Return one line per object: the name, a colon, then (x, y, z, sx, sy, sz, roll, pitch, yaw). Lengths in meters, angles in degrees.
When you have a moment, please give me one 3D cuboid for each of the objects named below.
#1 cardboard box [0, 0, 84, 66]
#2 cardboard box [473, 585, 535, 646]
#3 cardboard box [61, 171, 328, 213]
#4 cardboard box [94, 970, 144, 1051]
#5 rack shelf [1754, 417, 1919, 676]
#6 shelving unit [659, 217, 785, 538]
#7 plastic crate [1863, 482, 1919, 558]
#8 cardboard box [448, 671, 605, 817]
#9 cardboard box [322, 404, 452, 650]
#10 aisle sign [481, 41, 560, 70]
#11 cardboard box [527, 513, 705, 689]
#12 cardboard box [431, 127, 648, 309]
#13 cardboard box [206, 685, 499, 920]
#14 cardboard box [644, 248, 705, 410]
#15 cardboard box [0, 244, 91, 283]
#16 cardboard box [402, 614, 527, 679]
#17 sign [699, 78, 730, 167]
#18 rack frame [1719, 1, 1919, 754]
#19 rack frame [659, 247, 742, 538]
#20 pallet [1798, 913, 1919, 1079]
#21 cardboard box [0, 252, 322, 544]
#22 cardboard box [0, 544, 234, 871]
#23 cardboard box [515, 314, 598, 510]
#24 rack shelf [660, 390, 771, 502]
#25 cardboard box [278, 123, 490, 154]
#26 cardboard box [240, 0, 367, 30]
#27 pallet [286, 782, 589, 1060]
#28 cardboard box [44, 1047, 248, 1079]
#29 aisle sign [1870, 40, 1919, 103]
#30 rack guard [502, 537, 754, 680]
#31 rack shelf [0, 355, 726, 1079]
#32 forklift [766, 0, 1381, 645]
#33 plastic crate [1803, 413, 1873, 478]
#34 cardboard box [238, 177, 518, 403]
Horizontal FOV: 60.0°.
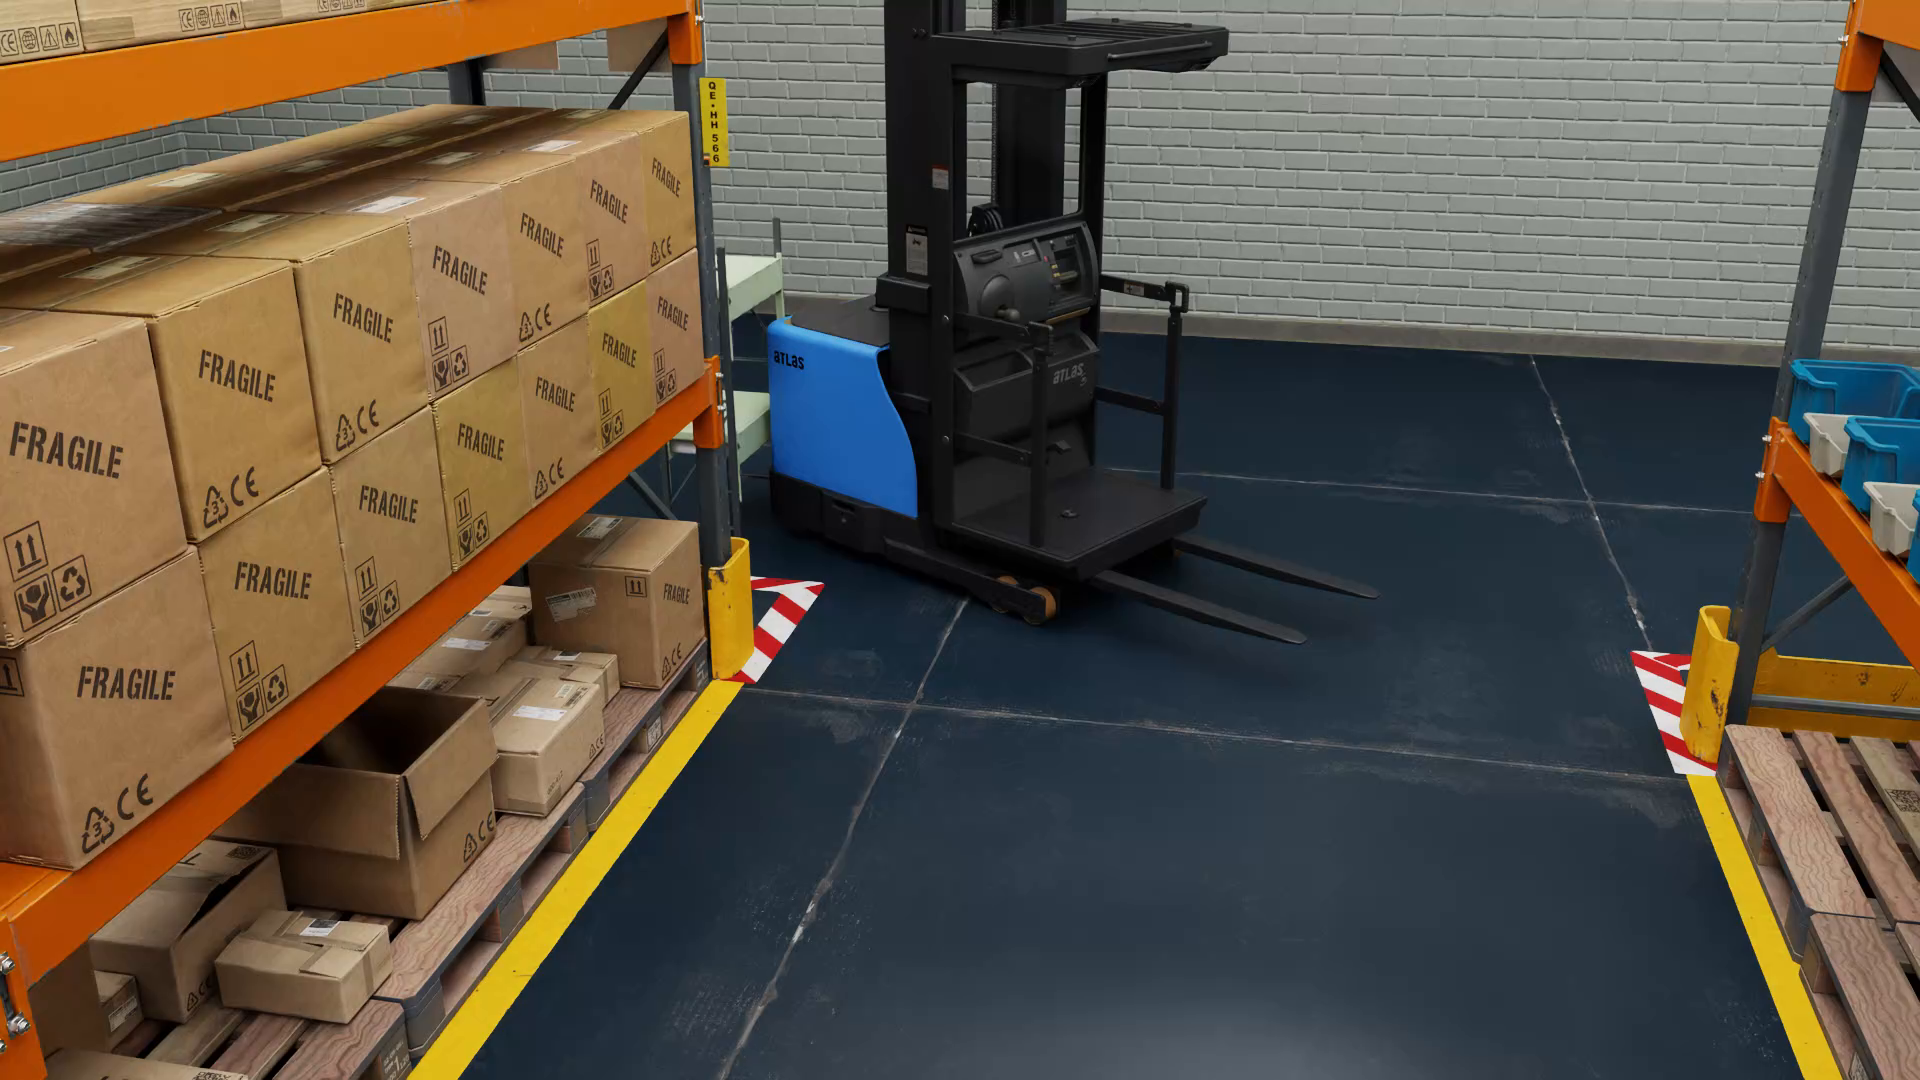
cardboard box: (-1.941, -0.960, 2.908, 0.500, 0.250, 0.500, 4, 22, 11)
cardboard box: (-1.888, 0.303, 6.813, 0.380, 0.149, 0.250, 4, 22, 11)
cardboard box: (-2.124, -0.750, 4.728, 0.500, 0.500, 0.500, 4, 22, 10)
cardboard box: (-2.426, 1.267, 4.419, 0.380, 0.149, 0.250, 4, 22, 11)
rack shelf: (2.974, 0.502, 4.055, 1.077, 0.370, 4.000, 4, 22, 11)
shelving unit: (-1.187, -0.806, 8.341, 0.431, 1.500, 0.755, 5, 22, 14)
plastic crate: (2.725, -0.044, 4.721, 0.250, 0.136, 0.298, 4, 22, 11)
cardboard box: (-1.559, 0.692, 5.712, 0.500, 0.250, 0.500, 4, 22, 11)
cardboard box: (-1.706, -0.062, 4.357, 0.500, 0.500, 0.500, 4, 22, 11)
aisle sign: (-1.740, -2.195, 6.310, 0.394, 0.787, 0.004, 4, 22, 11)
cardboard box: (-1.336, 0.231, 6.522, 0.500, 0.500, 0.500, 4, 22, 11)
cardboard box: (-1.390, -1.084, 5.557, 0.500, 0.500, 0.500, 5, 22, 12)
cardboard box: (-1.904, 0.787, 5.137, 0.797, 0.503, 0.637, 4, 22, 11)
cardboard box: (-1.291, -0.804, 6.201, 0.500, 0.500, 0.500, 5, 23, 13)
cardboard box: (-2.331, -0.382, 3.814, 0.500, 0.500, 0.500, 4, 22, 10)
cardboard box: (-1.957, 0.489, 6.215, 0.500, 0.250, 0.500, 4, 22, 11)
sign: (-0.927, -1.576, 6.279, 0.100, 0.325, 0.005, 4, 22, 11)
rack frame: (3.382, -0.563, 5.737, 1.000, 3.000, 0.127, 4, 22, 11)
rack frame: (-1.279, -0.673, 8.013, 0.400, 1.500, 0.023, 5, 22, 14)
pallet: (2.925, 1.474, 4.412, 1.003, 0.211, 1.213, 4, 22, 11)
cardboard box: (-1.806, -0.329, 3.683, 0.500, 0.500, 0.500, 4, 22, 9)
cardboard box: (-1.912, 0.309, 3.438, 0.500, 0.500, 0.500, 5, 22, 12)
cardboard box: (-1.501, -0.432, 5.277, 0.500, 0.500, 0.500, 5, 22, 11)
rack shelf: (-1.184, -0.503, 8.462, 0.431, 0.370, 0.720, 5, 22, 14)
cardboard box: (-1.914, -1.118, 5.643, 0.500, 0.500, 0.500, 5, 22, 11)
cardboard box: (-1.731, -1.325, 3.815, 0.500, 0.250, 0.500, 4, 22, 11)
pallet: (-1.894, 1.116, 5.301, 1.003, 0.211, 1.213, 4, 22, 11)
cardboard box: (-1.985, 1.427, 3.806, 0.500, 0.311, 0.500, 4, 22, 11)
aisle sign: (3.106, -1.818, 5.373, 0.394, 0.787, 0.004, 4, 22, 11)
rack guard: (-1.482, 0.245, 7.076, 1.175, 0.500, 0.348, 4, 22, 11)
rack shelf: (-1.874, 0.123, 4.996, 1.077, 0.370, 4.000, 4, 22, 11)
forklift: (0.469, -1.203, 7.418, 3.031, 2.935, 1.130, 18, 28, 38)
plastic crate: (2.863, -0.292, 5.337, 0.250, 0.136, 0.298, 4, 22, 11)
cardboard box: (-1.596, -0.706, 4.619, 0.500, 0.500, 0.500, 5, 23, 13)
